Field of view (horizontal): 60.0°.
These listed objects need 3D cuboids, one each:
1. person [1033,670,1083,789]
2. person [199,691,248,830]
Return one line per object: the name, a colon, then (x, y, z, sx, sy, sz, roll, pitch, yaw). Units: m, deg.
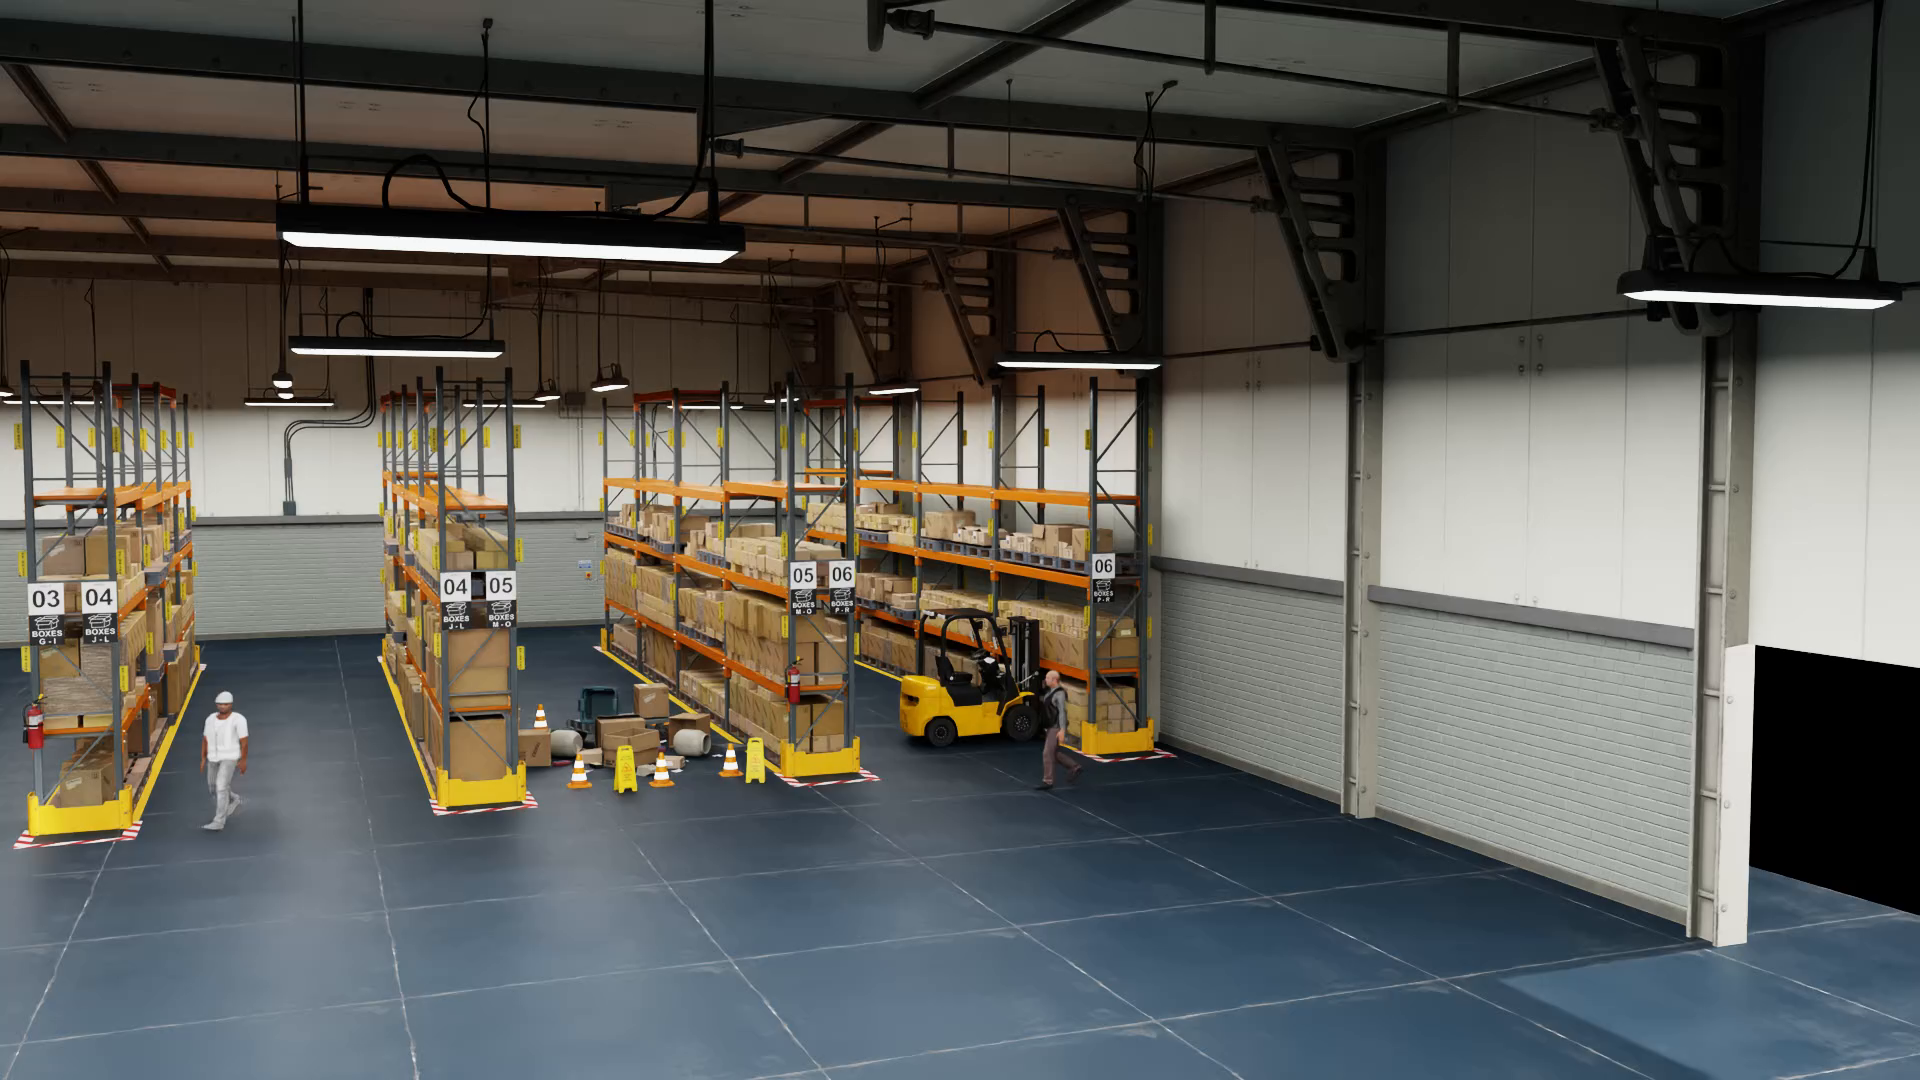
person: (1.413, 2.715, 23.937, 0.792, 1.705, 0.597, -1, 3, -10)
person: (-9.525, 2.833, 21.516, 0.583, 1.749, 0.882, 1, 4, 13)
